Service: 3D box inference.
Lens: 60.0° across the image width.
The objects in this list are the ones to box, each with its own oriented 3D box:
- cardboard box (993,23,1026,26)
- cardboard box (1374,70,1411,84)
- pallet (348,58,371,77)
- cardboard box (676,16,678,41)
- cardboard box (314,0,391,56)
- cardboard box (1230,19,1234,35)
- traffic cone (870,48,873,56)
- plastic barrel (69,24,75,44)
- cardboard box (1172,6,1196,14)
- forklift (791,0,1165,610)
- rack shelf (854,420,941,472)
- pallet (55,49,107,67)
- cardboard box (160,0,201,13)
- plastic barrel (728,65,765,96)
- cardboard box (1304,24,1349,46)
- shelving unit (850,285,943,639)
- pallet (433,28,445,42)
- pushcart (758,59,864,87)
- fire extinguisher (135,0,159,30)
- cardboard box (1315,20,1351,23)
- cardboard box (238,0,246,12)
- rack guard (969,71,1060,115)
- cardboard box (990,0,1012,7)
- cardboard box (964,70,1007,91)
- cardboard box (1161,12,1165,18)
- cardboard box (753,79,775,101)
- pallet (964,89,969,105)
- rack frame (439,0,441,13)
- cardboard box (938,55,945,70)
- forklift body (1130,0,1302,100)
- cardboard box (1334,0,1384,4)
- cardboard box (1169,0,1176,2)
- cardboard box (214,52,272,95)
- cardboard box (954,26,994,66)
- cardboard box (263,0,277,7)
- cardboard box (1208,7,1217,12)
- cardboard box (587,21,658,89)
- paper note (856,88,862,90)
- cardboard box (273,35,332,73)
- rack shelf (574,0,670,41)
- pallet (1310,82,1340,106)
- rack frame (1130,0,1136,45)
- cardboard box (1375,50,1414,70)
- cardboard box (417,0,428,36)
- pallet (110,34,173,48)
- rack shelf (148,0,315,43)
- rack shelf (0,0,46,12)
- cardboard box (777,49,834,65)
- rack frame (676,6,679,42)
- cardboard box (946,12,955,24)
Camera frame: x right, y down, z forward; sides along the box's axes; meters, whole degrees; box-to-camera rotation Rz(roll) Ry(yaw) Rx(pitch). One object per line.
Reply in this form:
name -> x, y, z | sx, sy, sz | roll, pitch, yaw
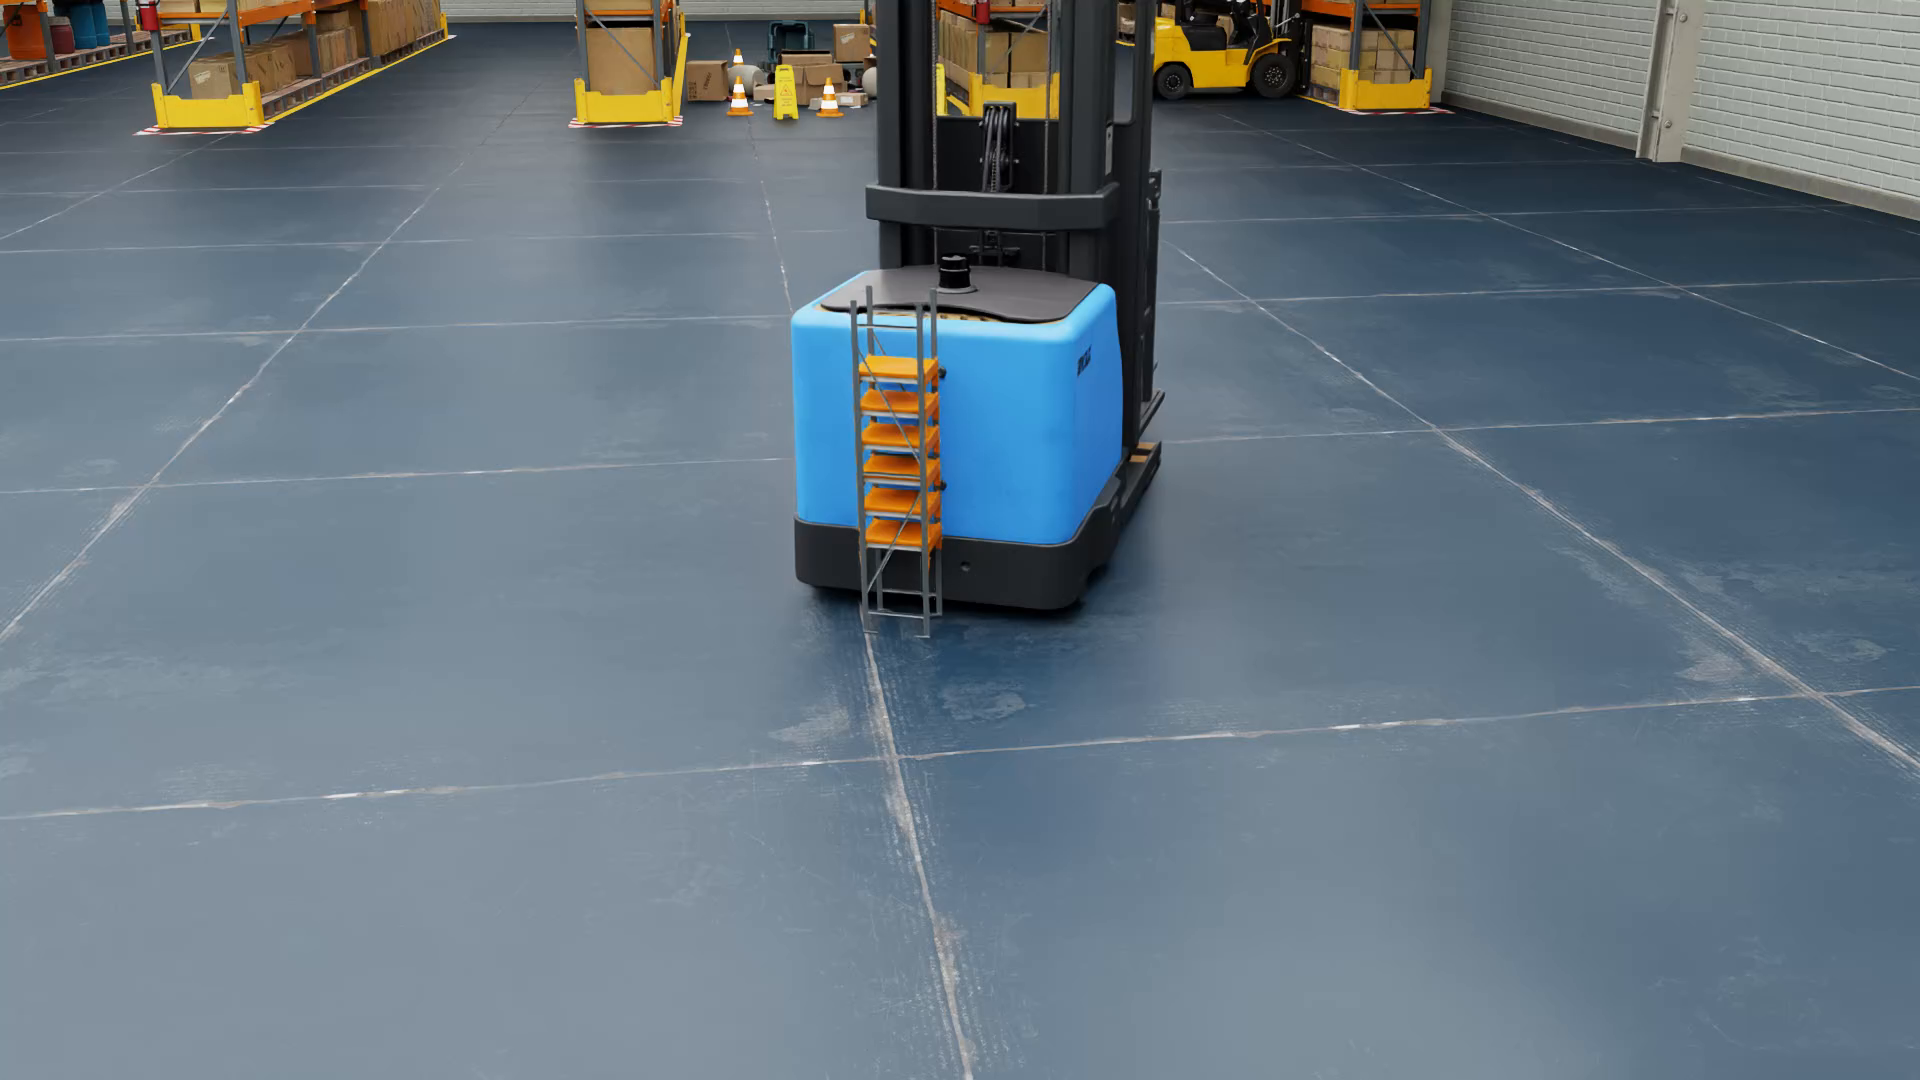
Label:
cardboard box -> 0.650, -7.019, 23.481 | 0.500, 0.500, 0.500 | -2, 21, -5
cardboard box -> 5.760, -6.259, 22.516 | 0.500, 0.250, 0.500 | -3, 21, -8
pallet -> -10.123, -7.612, 26.794 | 1.003, 0.211, 1.213 | -3, 21, -8
cardboard box -> -5.532, -9.571, 31.027 | 0.500, 0.500, 0.500 | -3, 21, -9
cardboard box -> -10.313, -8.630, 27.971 | 1.225, 0.875, 0.875 | -4, 21, -10
cardboard box -> 4.870, -8.088, 26.879 | 0.875, 0.625, 0.625 | -3, 21, -8
traffic cone -> -1.415, -7.474, 26.065 | 0.336, 0.463, 0.334 | -3, 21, -8
plastic barrel -> -15.555, -8.721, 28.733 | 0.421, 0.512, 0.421 | 0, 20, 0
cardboard box -> 4.105, -9.708, 30.466 | 0.380, 0.149, 0.250 | -2, 21, -6
forklift -> 0.279, -1.610, 6.839 | 1.130, 2.935, 3.031 | 6, 21, 15
rack shelf -> -0.210, -0.320, 5.630 | 0.258, 0.103, 0.180 | 5, 24, 12
pallet -> -15.463, -8.325, 28.703 | 1.003, 0.211, 1.213 | -3, 21, -8
cardboard box -> -9.326, -6.389, 19.895 | 0.380, 0.149, 0.250 | -3, 21, -8
plastic barrel -> -3.053, -6.496, 23.505 | 0.512, 0.421, 0.421 | 12, 24, 30
cardboard box -> 5.100, -7.042, 23.183 | 0.500, 0.250, 0.500 | -3, 21, -7
shelving unit -> -0.209, -0.251, 5.661 | 0.258, 1.200, 0.189 | 5, 24, 12
pallet -> -11.194, -10.379, 34.204 | 1.003, 0.211, 1.213 | -3, 21, -8
pushcart -> -2.100, -6.943, 24.765 | 1.648, 0.377, 0.936 | -11, 23, -26
fire extinguisher -> -9.520, -6.320, 19.460 | 0.296, 0.674, 0.183 | -3, 21, -8
cardboard box -> 5.470, -7.421, 24.199 | 0.500, 0.250, 0.500 | -3, 21, -7
cardboard box -> -8.903, -6.499, 20.189 | 0.380, 0.149, 0.250 | -3, 21, -8
rack guard -> 0.715, -5.774, 21.461 | 1.175, 0.500, 0.348 | -3, 21, -8
cardboard box -> 0.460, -6.919, 21.314 | 0.380, 0.149, 0.250 | -2, 21, -6
cardboard box -> 0.340, -6.102, 22.096 | 0.500, 0.250, 0.500 | -3, 21, -8
cardboard box -> 3.977, -9.635, 31.199 | 0.500, 0.500, 0.500 | -4, 21, -10
cardboard box -> -2.664, -6.236, 23.032 | 0.396, 0.266, 0.258 | 1, 20, 2
pallet -> 0.633, -5.922, 22.269 | 1.003, 0.211, 1.213 | -3, 21, -8
rack frame -> -11.387, -11.958, 34.447 | 1.000, 3.000, 0.127 | -3, 21, -8
cardboard box -> -0.033, -6.994, 24.485 | 0.500, 0.250, 0.500 | -4, 21, -10
forklift body -> 3.559, -7.337, 23.287 | 2.313, 2.155, 1.214 | -3, 21, -8
cardboard box -> 5.306, -7.374, 22.030 | 0.500, 0.500, 0.500 | -3, 21, -9
cardboard box -> 4.289, -10.451, 32.455 | 0.380, 0.149, 0.250 | -3, 21, -8
cardboard box -> -9.346, -6.084, 21.692 | 0.500, 0.500, 0.500 | -1, 21, -3
cardboard box -> 0.208, -6.798, 22.889 | 0.500, 0.500, 0.500 | -3, 21, -9
cardboard box -> -9.006, -6.936, 21.358 | 0.380, 0.149, 0.250 | -3, 21, -8
cardboard box -> 4.705, -9.559, 30.068 | 0.380, 0.149, 0.250 | -2, 21, -6
cardboard box -> -4.450, -6.371, 21.924 | 0.875, 0.875, 0.875 | -3, 21, -9
paper note -> -1.463, -6.643, 24.459 | 0.148, 0.019, 0.142 | -3, 21, -8
cardboard box -> -9.775, -7.218, 24.700 | 0.700, 0.500, 0.500 | -3, 21, -8
rack shelf -> -4.446, -6.989, 22.171 | 1.077, 0.370, 4.000 | -3, 21, -8
pallet -> 5.486, -6.127, 22.818 | 1.003, 0.211, 1.213 | -3, 21, -8
rack frame -> 3.907, -11.325, 32.751 | 1.000, 3.000, 0.127 | -3, 21, -8
cardboard box -> 5.775, -6.486, 22.411 | 0.500, 0.250, 0.500 | -3, 21, -7
cardboard box -> -10.956, -10.319, 32.494 | 0.875, 0.875, 0.875 | -3, 21, -8
pallet -> -16.035, -9.693, 32.367 | 1.003, 0.211, 1.213 | -3, 21, -8
rack shelf -> -9.369, -6.774, 21.594 | 1.077, 0.370, 4.000 | -3, 21, -8
rack shelf -> -14.847, -7.909, 24.634 | 1.077, 0.370, 4.000 | -3, 21, -8
cardboard box -> -2.176, -6.616, 23.518 | 0.797, 0.637, 0.503 | -3, 21, -8
rack frame -> -5.888, -10.789, 31.315 | 1.000, 3.000, 0.127 | -3, 21, -8
cardboard box -> 0.002, -7.425, 23.640 | 0.380, 0.149, 0.250 | -2, 21, -6
